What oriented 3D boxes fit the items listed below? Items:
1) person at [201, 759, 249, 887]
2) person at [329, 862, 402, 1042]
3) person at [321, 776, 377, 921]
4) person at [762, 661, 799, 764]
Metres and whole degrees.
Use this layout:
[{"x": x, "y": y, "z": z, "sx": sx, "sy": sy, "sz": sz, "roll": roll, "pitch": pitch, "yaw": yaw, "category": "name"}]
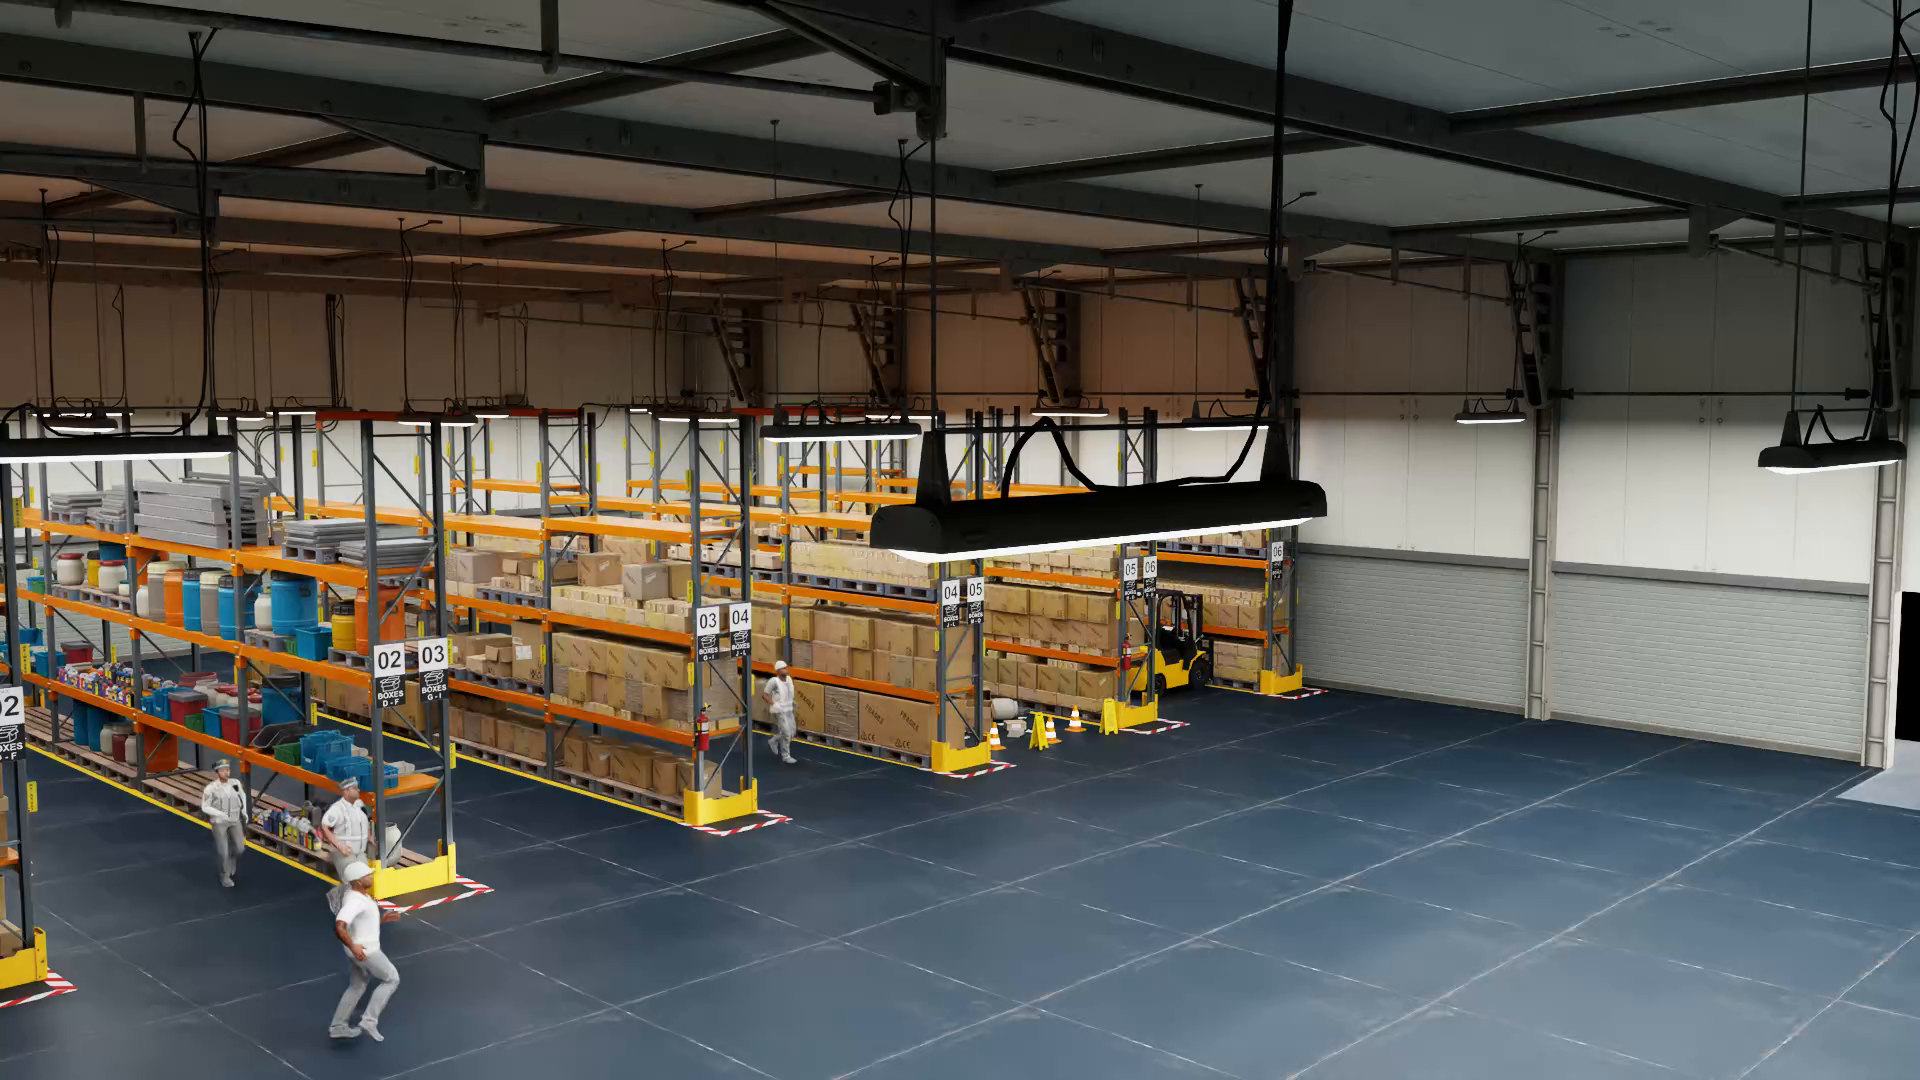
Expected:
[{"x": -9.389, "y": 3.621, "z": 21.322, "sx": 0.607, "sy": 1.659, "sz": 0.541, "roll": -5, "pitch": 7, "yaw": -42, "category": "person"}, {"x": -5.800, "y": 4.017, "z": 16.227, "sx": 0.720, "sy": 1.785, "sz": 0.672, "roll": -3, "pitch": 6, "yaw": -30, "category": "person"}, {"x": -7.365, "y": 3.710, "z": 19.977, "sx": 0.565, "sy": 1.738, "sz": 0.722, "roll": 2, "pitch": 5, "yaw": 19, "category": "person"}, {"x": -3.068, "y": 2.933, "z": 28.475, "sx": 0.636, "sy": 1.749, "sz": 0.691, "roll": 3, "pitch": 6, "yaw": 33, "category": "person"}]
